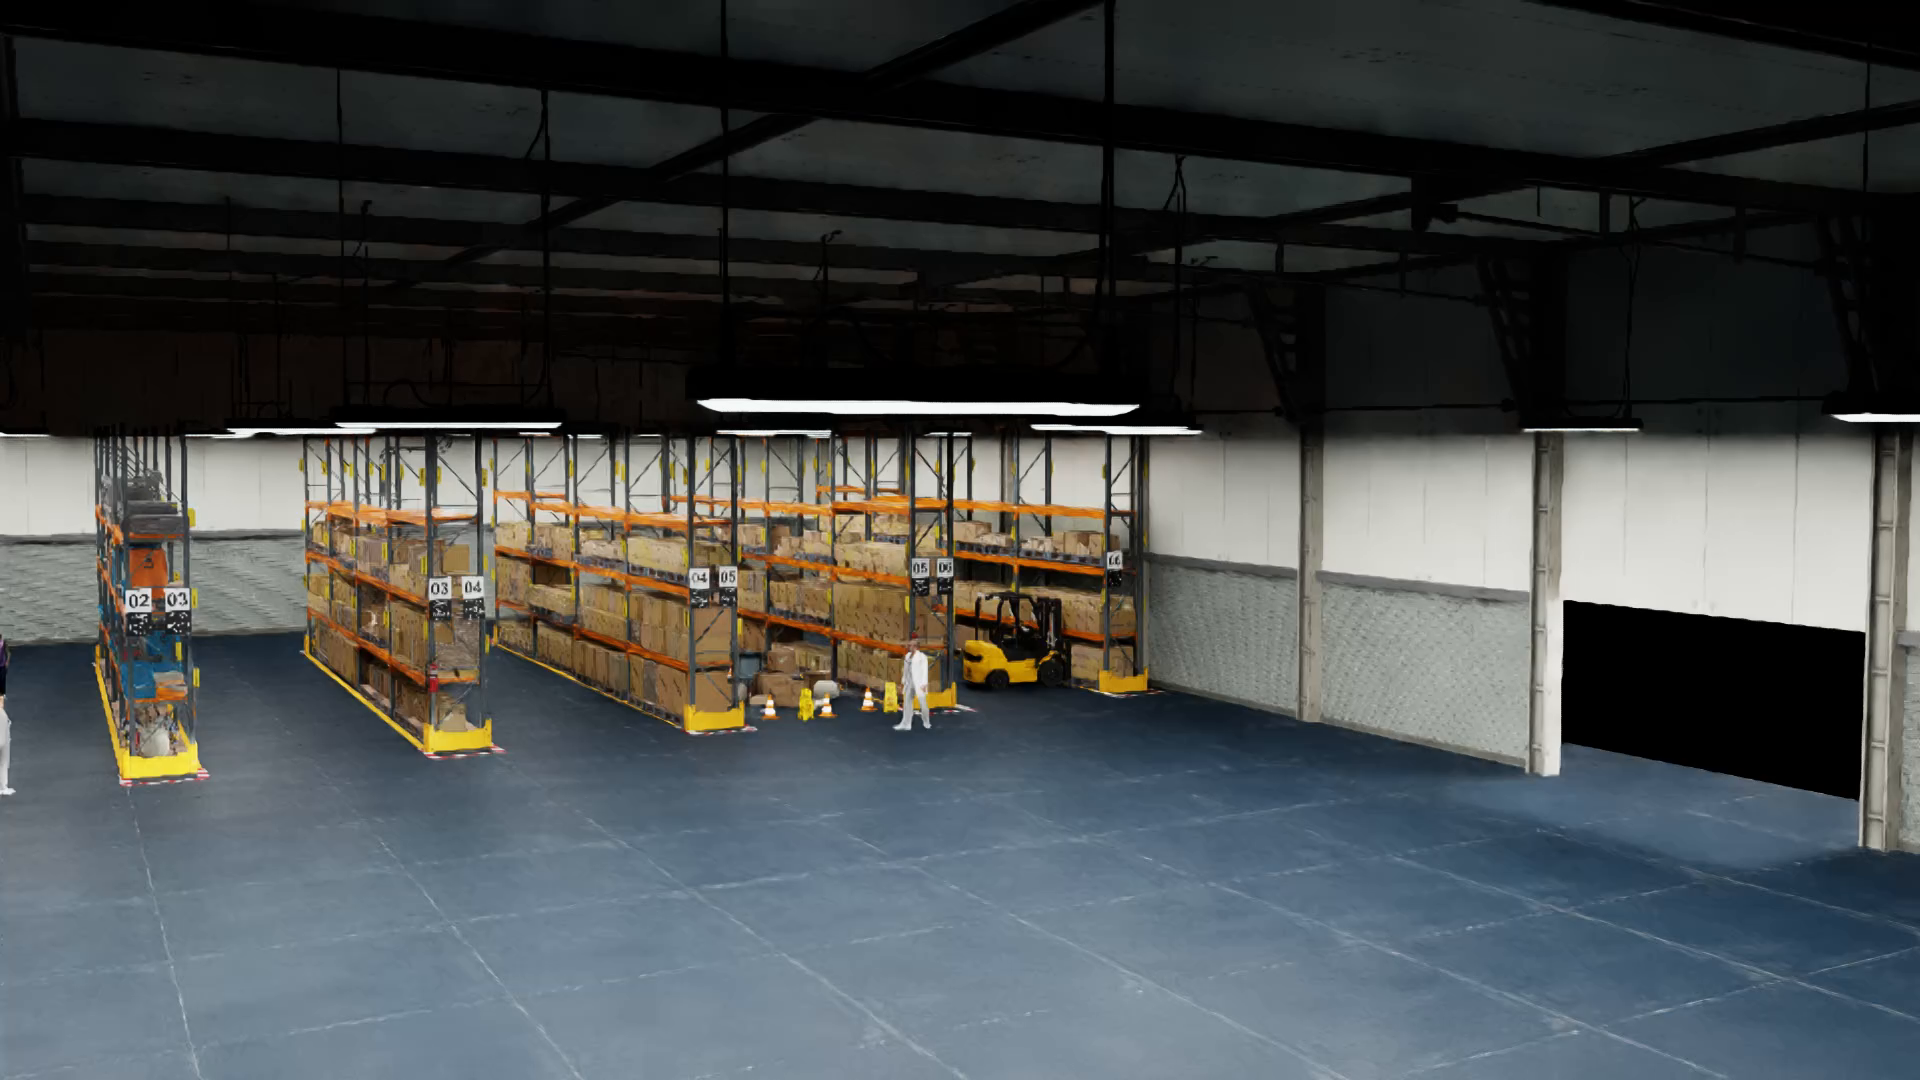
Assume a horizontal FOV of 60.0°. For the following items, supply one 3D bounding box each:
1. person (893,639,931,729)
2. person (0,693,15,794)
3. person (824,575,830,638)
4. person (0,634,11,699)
[{"bbox_3d":[-0.918,2.844,32.885,0.698,1.774,0.681,3,4,37],"label":"person"},{"bbox_3d":[-15.564,3.281,26.634,0.467,1.666,0.642,1,4,15],"label":"person"},{"bbox_3d":[-3.754,1.920,48.280,0.411,1.803,0.616,-1,4,-18],"label":"person"},{"bbox_3d":[-21.163,2.748,36.513,0.566,1.541,0.519,-2,4,-32],"label":"person"}]
